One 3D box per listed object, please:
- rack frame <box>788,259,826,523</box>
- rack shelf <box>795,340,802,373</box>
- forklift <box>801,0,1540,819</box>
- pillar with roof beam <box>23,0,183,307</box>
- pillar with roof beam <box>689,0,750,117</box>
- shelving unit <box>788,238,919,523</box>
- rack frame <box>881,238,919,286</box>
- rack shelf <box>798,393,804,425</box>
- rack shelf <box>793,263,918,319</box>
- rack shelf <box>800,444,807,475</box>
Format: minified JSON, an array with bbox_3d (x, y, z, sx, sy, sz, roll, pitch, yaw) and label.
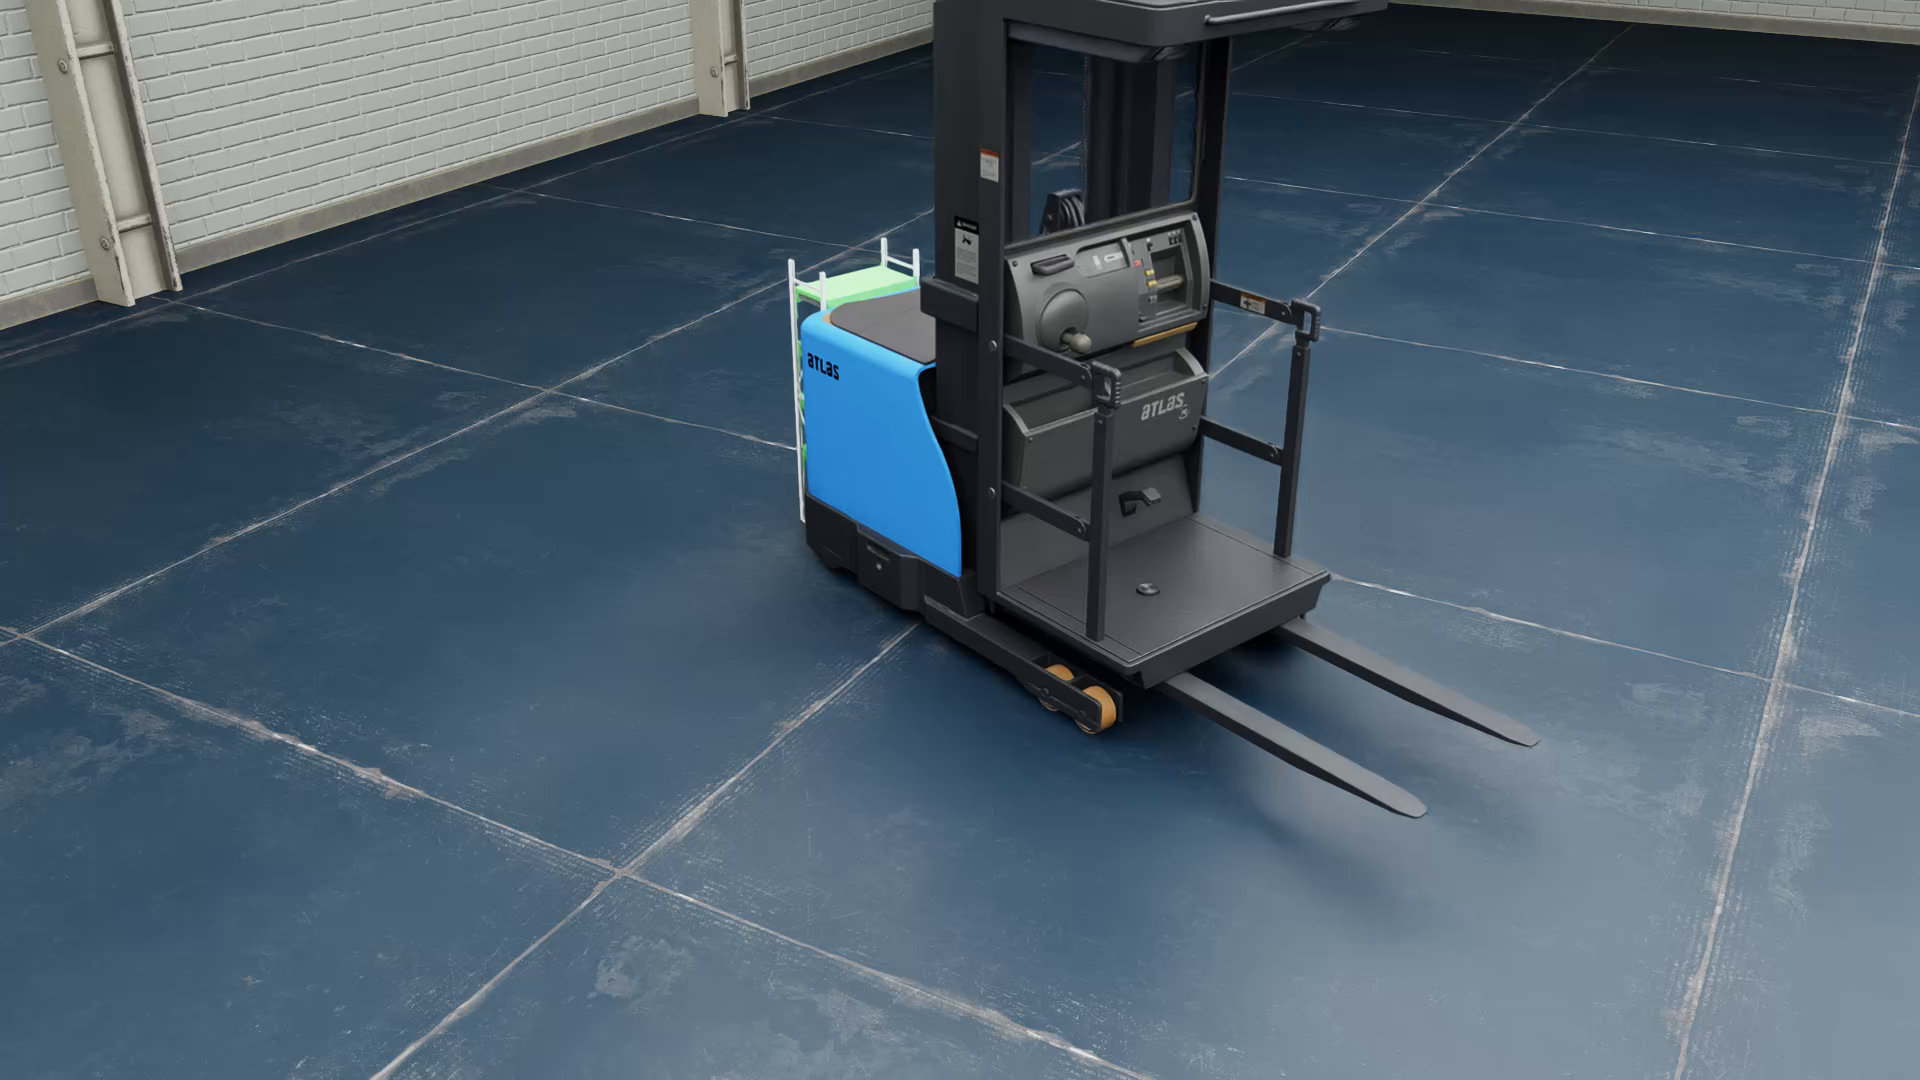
[{"bbox_3d":[-0.629,-0.585,7.078,0.015,1.200,0.240,-21,33,-35],"label":"rack frame"},{"bbox_3d":[-0.443,-0.813,7.141,0.480,0.148,0.258,-21,33,-35],"label":"rack shelf"},{"bbox_3d":[0.676,-0.881,5.735,1.130,2.935,3.031,-21,33,-35],"label":"forklift"},{"bbox_3d":[-1.329,-4.600,6.386,9.100,9.000,0.400,14,30,26],"label":"pillar with roof beam"},{"bbox_3d":[1.623,-6.938,11.058,9.100,9.000,0.400,14,30,26],"label":"pillar with roof beam"},{"bbox_3d":[-0.443,-0.656,7.219,0.503,1.200,0.258,-21,33,-35],"label":"shelving unit"},{"bbox_3d":[-0.257,-0.727,7.361,0.015,1.200,0.240,-21,33,-35],"label":"rack frame"},{"bbox_3d":[-0.443,-0.599,7.248,0.480,0.148,0.258,-21,33,-35],"label":"rack shelf"},{"bbox_3d":[-0.443,-1.028,7.033,0.480,0.148,0.258,-21,33,-35],"label":"rack shelf"},{"bbox_3d":[-0.443,-0.384,7.355,0.480,0.148,0.258,-21,33,-35],"label":"rack shelf"}]
